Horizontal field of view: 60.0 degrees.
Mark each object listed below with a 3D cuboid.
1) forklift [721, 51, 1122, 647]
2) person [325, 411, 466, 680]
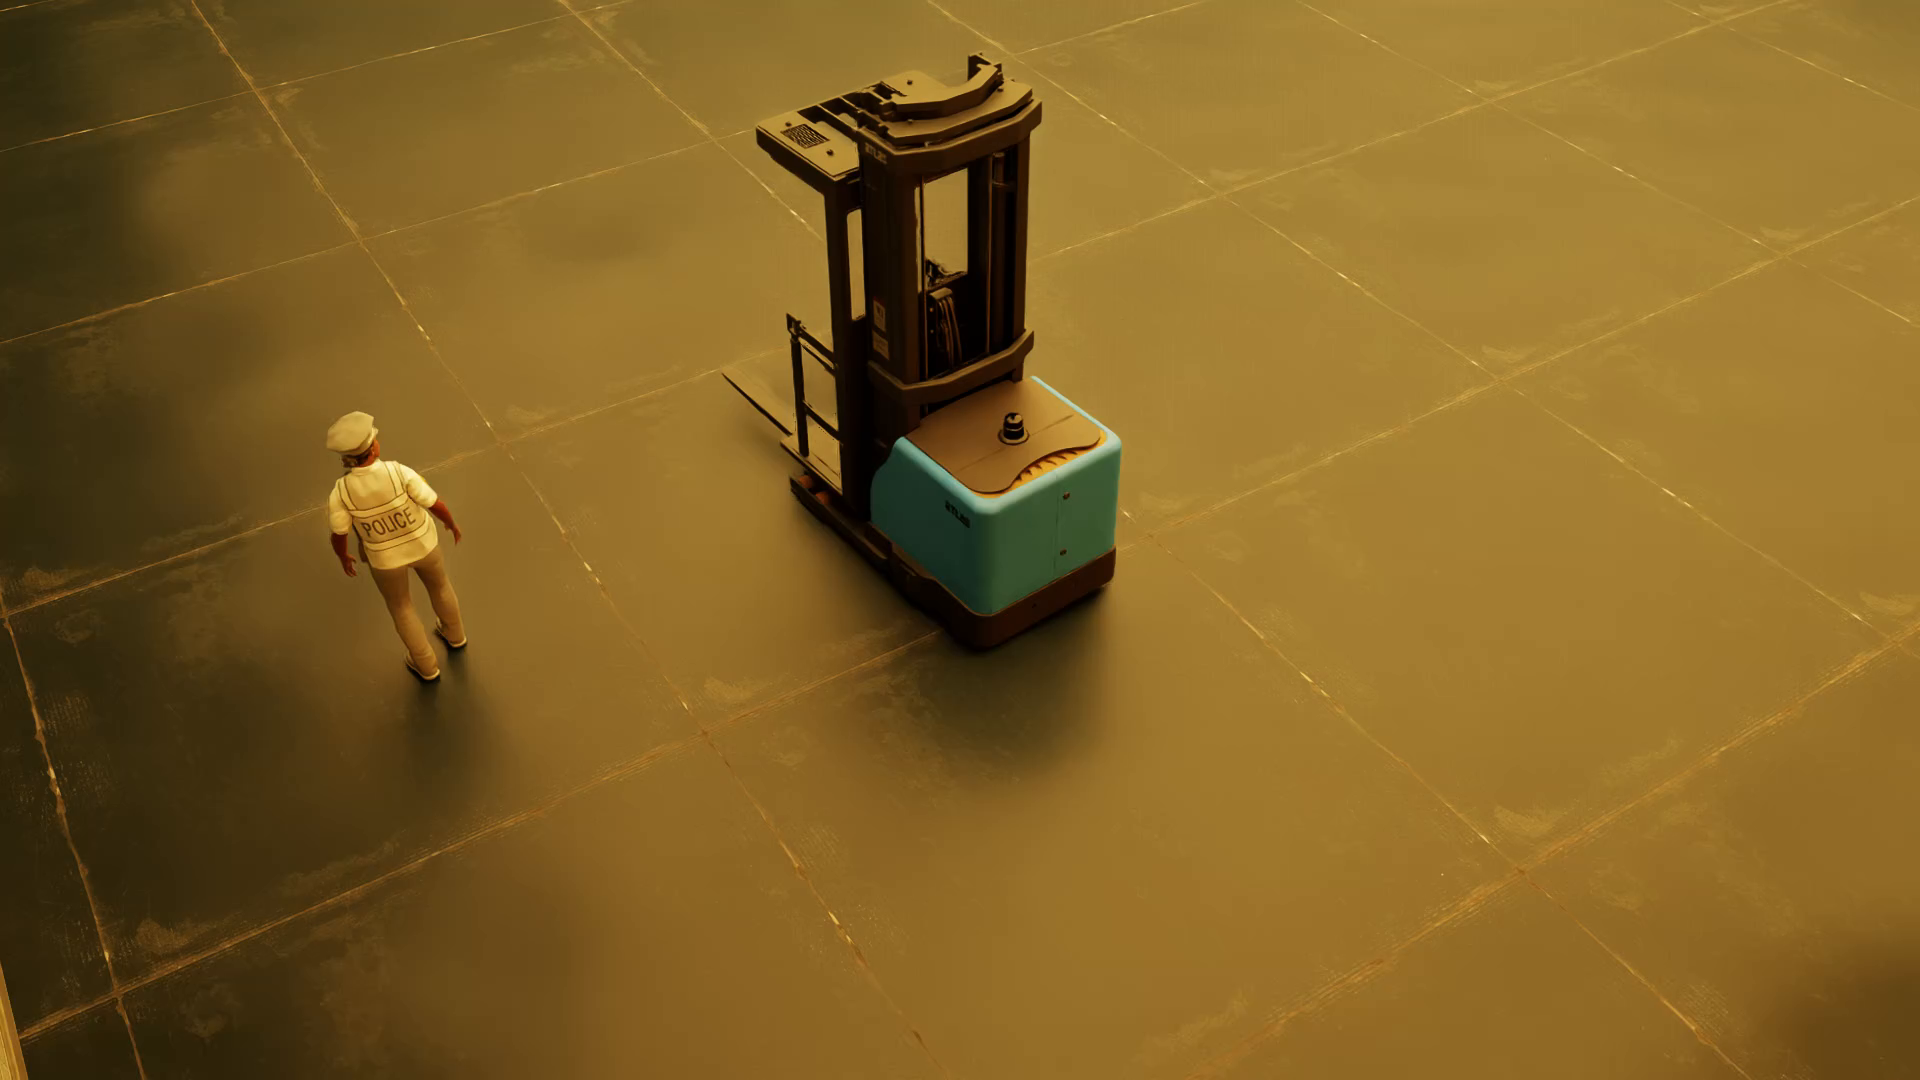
[{"bbox_3d":[-0.398,-1.419,9.495,1.130,2.935,3.031,-27,48,-28],"label":"forklift"},{"bbox_3d":[-2.984,0.010,8.821,0.642,1.669,0.485,-20,45,-21],"label":"person"}]
